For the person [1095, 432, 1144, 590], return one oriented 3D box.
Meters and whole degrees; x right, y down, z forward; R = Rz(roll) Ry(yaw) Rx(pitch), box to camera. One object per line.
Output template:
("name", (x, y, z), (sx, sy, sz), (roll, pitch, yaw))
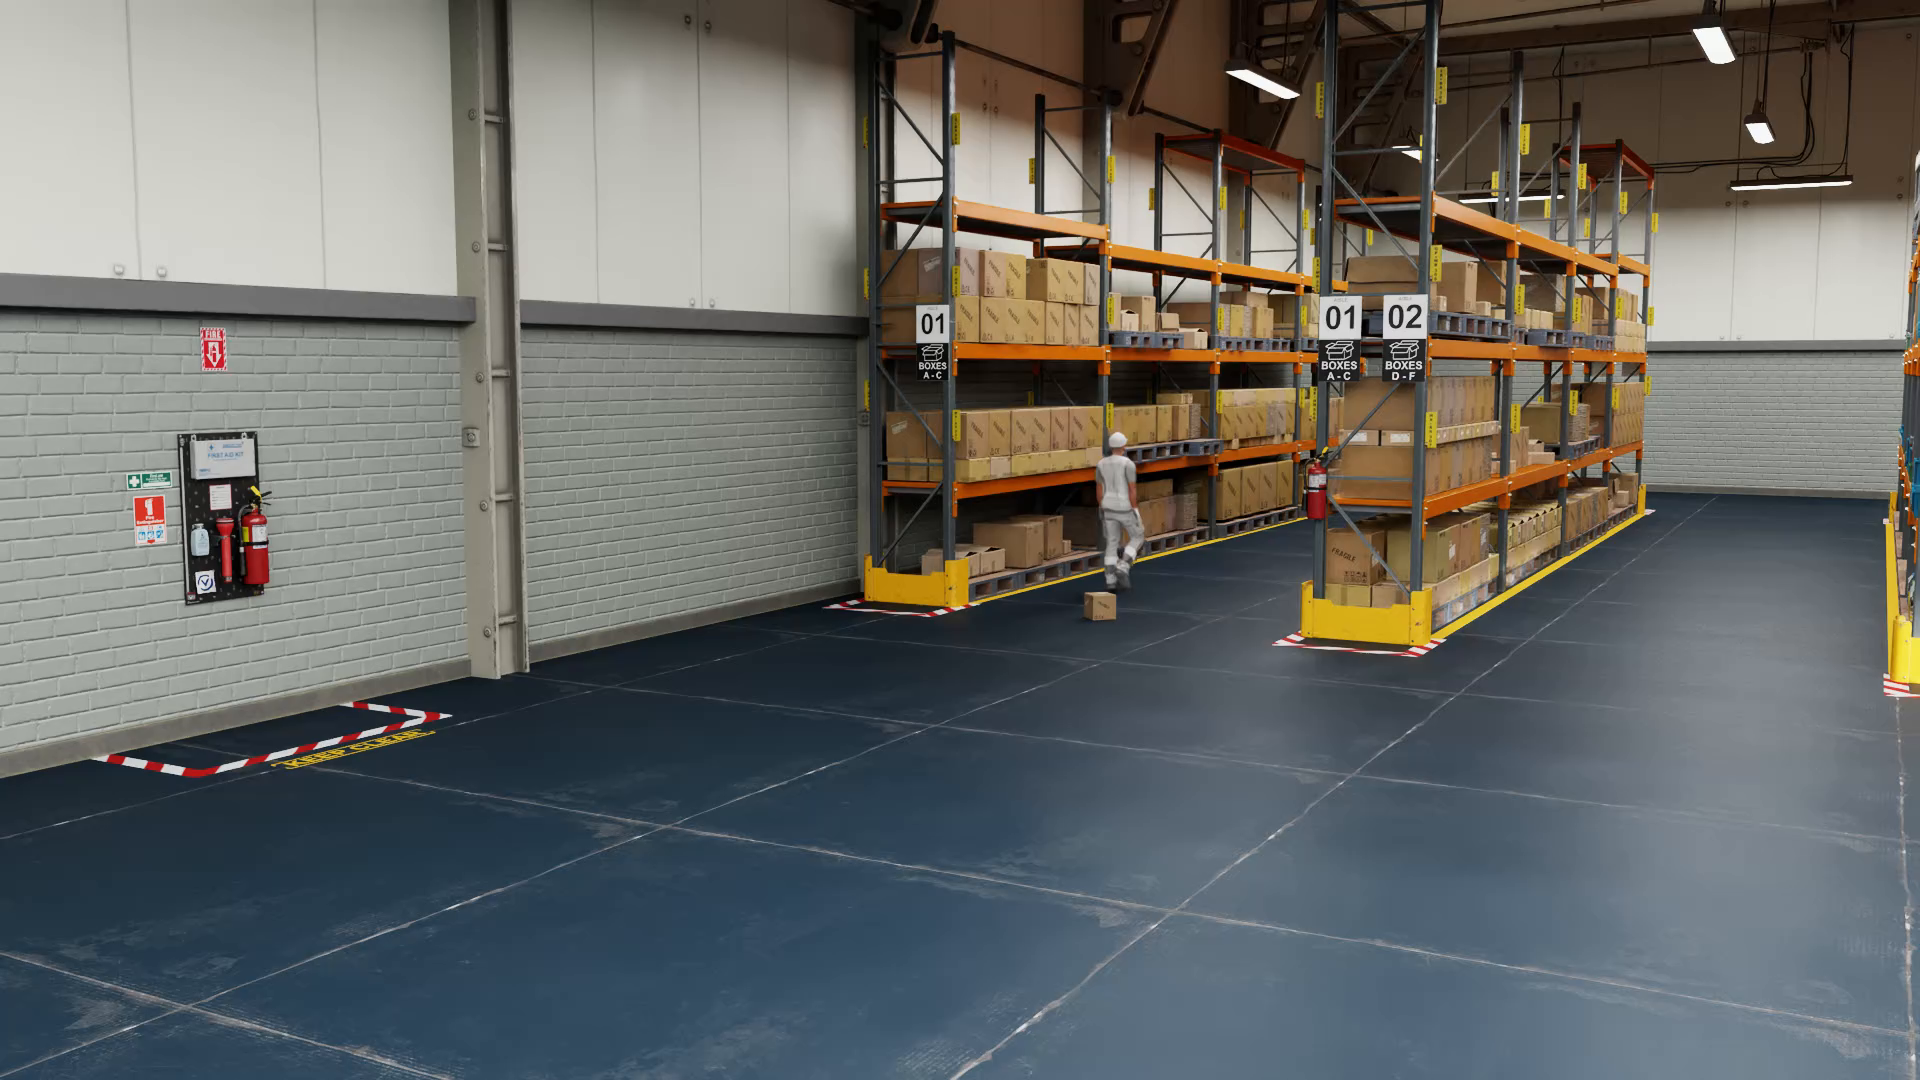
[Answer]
("person", (1.843, -0.332, 18.963), (0.595, 1.801, 0.458), (4, 7, 33))
